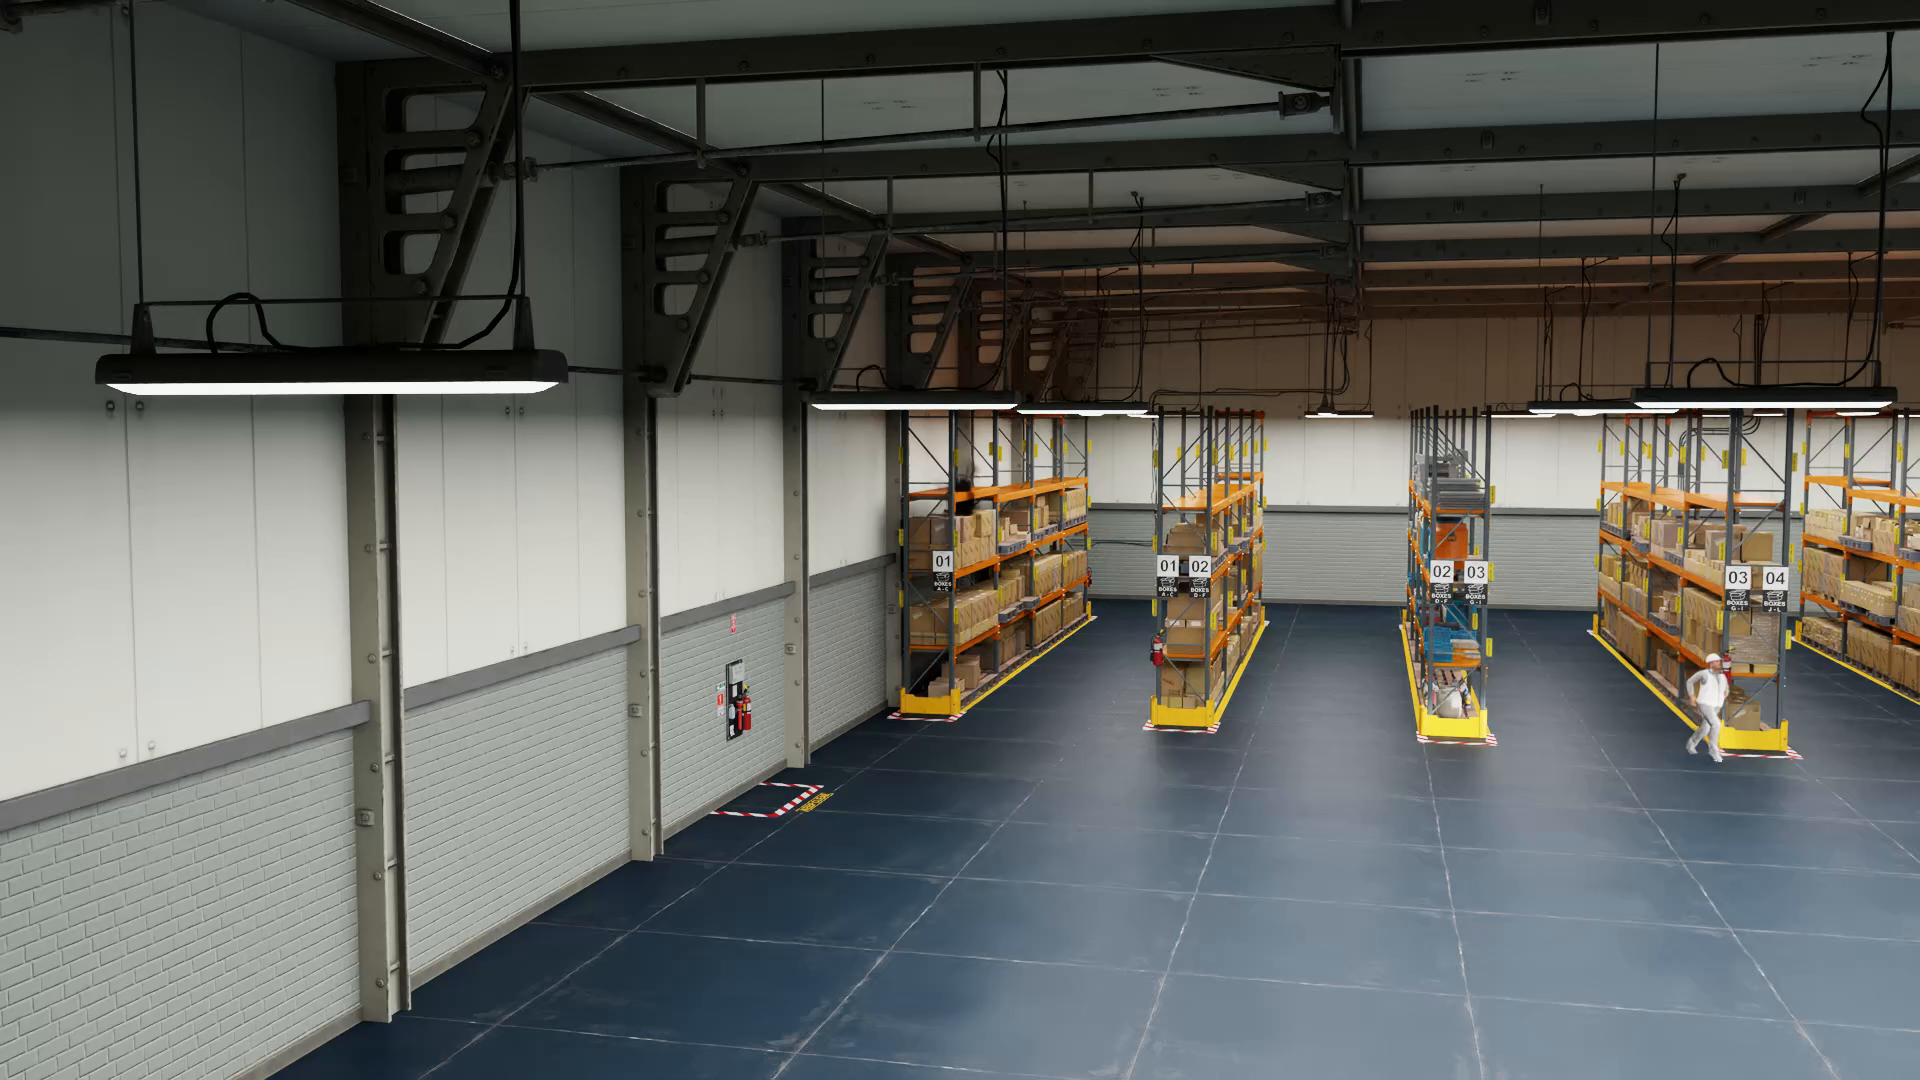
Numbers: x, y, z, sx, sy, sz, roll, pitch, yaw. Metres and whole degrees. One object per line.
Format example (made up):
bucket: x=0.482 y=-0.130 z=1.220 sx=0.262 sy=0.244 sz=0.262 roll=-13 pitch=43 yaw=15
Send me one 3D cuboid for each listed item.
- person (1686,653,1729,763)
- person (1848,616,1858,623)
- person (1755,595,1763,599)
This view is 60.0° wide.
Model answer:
person: x=12.774 y=2.813 z=28.210 sx=0.650 sy=1.766 sz=0.827 roll=-2 pitch=4 yaw=-23
person: x=23.615 y=1.808 z=44.062 sx=0.585 sy=1.541 sz=0.503 roll=-2 pitch=4 yaw=-20
person: x=20.287 y=1.853 z=42.393 sx=0.702 sy=1.719 sz=0.771 roll=2 pitch=4 yaw=24
